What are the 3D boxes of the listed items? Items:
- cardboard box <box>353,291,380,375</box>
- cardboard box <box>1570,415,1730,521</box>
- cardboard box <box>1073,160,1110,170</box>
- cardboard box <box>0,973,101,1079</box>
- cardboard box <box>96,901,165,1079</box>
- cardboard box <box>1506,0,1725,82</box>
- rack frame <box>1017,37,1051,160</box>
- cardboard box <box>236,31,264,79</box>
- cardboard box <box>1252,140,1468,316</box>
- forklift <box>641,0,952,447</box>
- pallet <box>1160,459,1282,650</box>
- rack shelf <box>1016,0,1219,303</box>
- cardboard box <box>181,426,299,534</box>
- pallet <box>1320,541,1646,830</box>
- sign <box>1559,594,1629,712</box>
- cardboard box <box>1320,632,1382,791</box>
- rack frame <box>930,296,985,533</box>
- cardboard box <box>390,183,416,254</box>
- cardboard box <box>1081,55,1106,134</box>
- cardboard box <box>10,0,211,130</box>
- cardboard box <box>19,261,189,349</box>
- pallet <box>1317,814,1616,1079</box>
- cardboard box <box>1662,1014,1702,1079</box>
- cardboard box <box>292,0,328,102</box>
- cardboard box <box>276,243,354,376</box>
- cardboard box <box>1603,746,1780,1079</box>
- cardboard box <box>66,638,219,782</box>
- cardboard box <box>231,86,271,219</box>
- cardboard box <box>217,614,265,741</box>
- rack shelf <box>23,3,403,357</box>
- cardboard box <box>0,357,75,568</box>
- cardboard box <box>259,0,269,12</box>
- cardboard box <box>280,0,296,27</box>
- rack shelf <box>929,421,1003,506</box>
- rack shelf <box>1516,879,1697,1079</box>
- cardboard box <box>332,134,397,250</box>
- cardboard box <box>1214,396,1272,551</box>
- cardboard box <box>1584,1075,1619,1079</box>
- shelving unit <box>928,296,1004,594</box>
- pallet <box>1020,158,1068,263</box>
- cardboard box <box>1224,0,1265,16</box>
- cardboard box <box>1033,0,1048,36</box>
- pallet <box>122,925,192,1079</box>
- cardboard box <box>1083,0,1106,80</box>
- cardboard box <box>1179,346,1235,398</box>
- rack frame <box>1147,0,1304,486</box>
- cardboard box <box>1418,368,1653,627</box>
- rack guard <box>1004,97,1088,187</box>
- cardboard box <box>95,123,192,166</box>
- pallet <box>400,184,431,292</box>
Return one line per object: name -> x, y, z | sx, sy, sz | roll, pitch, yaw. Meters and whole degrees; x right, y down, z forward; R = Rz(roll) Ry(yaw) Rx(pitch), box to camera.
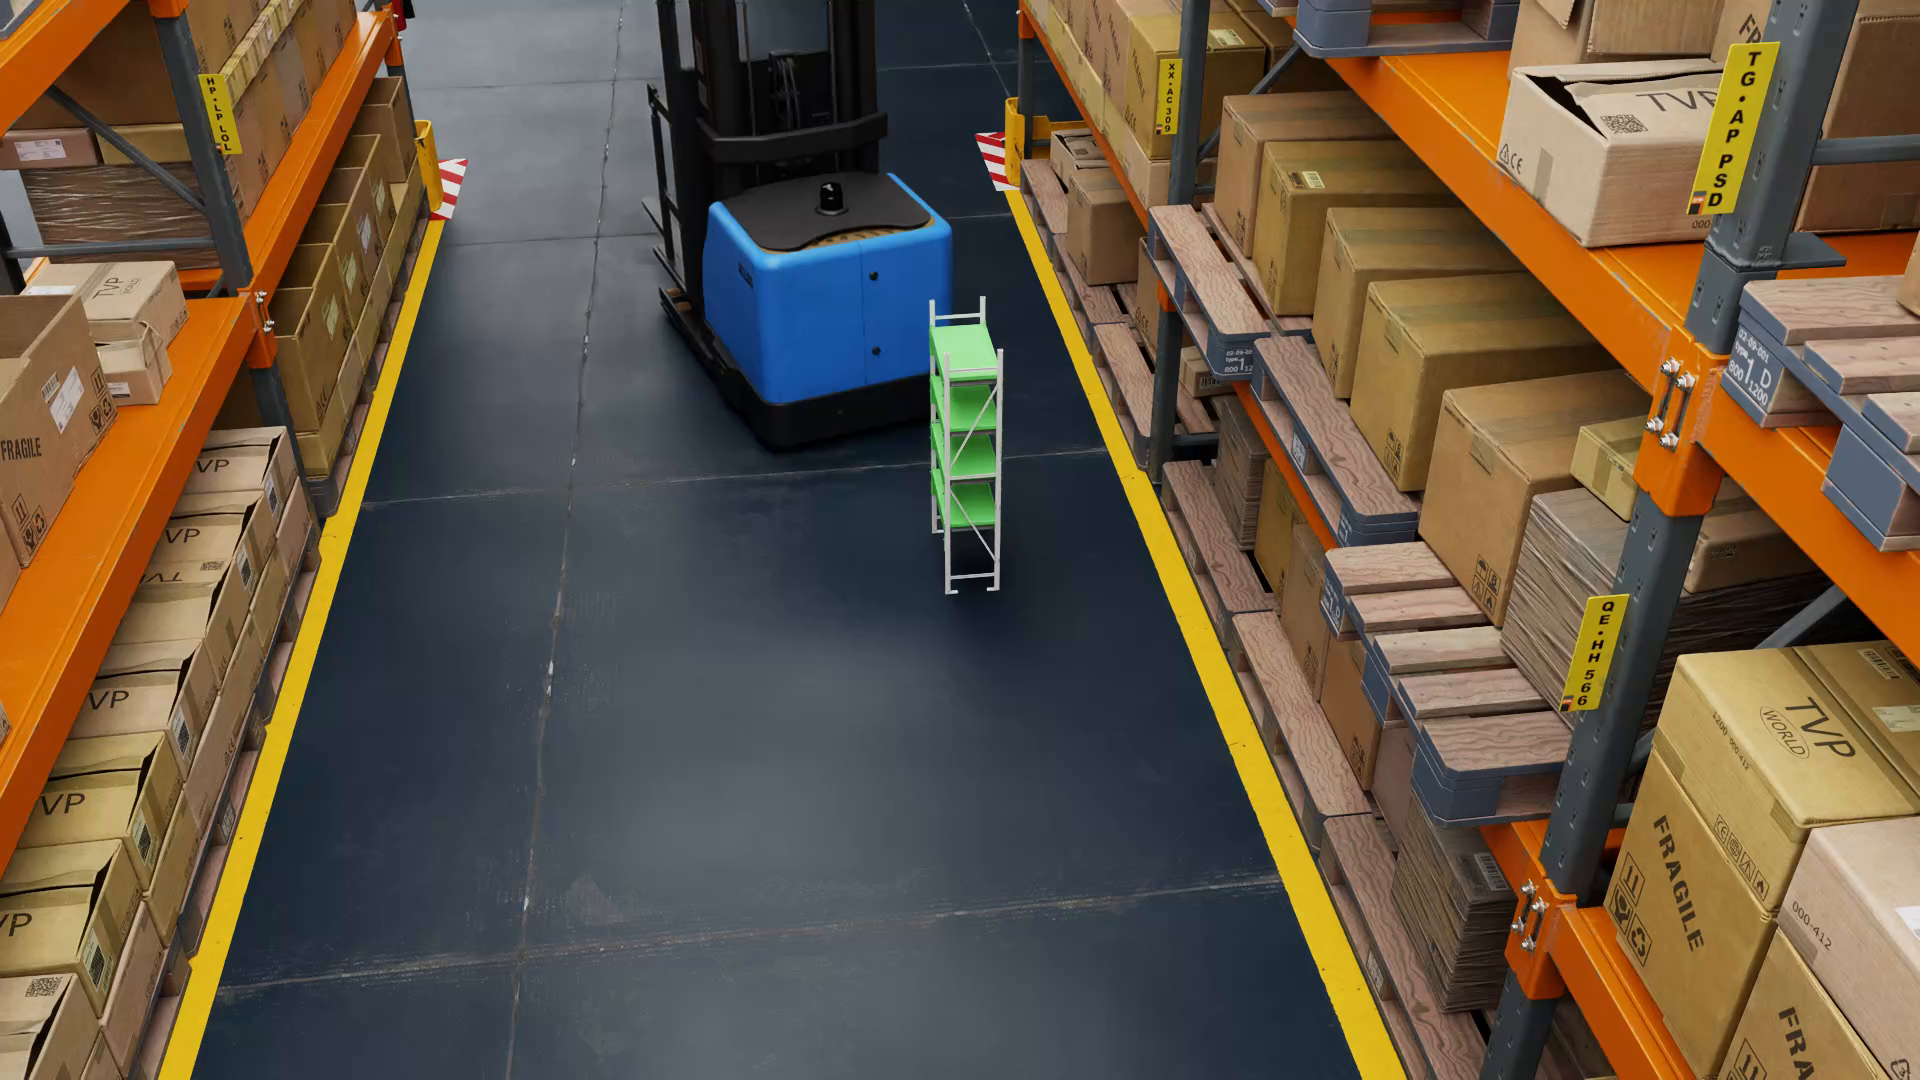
cardboard box -> -3.364, -1.075, 8.733 | 0.500, 0.250, 0.500 | -4, 35, -6
cardboard box -> 1.834, -0.203, 4.328 | 0.380, 0.149, 0.250 | -10, 36, -14
cardboard box -> 0.973, -2.167, 10.263 | 0.500, 0.311, 0.500 | -2, 34, -2
cardboard box -> -2.720, 1.451, 4.528 | 0.500, 0.311, 0.500 | -3, 34, -5
cardboard box -> -2.788, 1.402, 5.097 | 0.500, 0.250, 0.500 | -5, 35, -8
cardboard box -> 1.885, -1.364, 4.314 | 0.797, 0.503, 0.637 | 0, 34, 0
rack frame -> 0.892, -3.807, 10.673 | 1.000, 3.000, 0.127 | -4, 35, -6
cardboard box -> -3.461, -2.242, 7.711 | 0.380, 0.149, 0.250 | -5, 35, -8
cardboard box -> 1.533, -1.199, 6.366 | 0.700, 0.500, 0.500 | -1, 34, -1
forklift -> -1.088, -2.497, 8.811 | 1.130, 2.935, 3.031 | -14, 37, -20
pallet -> 1.536, 0.012, 7.545 | 1.003, 0.211, 1.213 | -4, 35, -6
rack shelf -> 1.161, -2.394, 9.238 | 1.077, 0.370, 4.000 | -4, 35, -6
cardboard box -> -3.140, -0.262, 7.042 | 0.500, 0.311, 0.500 | -4, 35, -6
pallet -> 1.767, 0.347, 4.748 | 1.213, 0.211, 1.003 | -4, 35, -6
sign -> 1.431, 0.258, 3.750 | 0.100, 0.325, 0.005 | -4, 35, -6
cardboard box -> 1.771, 0.539, 6.124 | 0.700, 0.500, 0.500 | -5, 35, -7
rack frame -> -0.011, -0.540, 7.476 | 0.240, 1.200, 0.015 | -4, 35, -6
cardboard box -> -3.572, -1.912, 9.961 | 0.500, 0.250, 0.500 | -4, 35, -6
cardboard box -> 0.924, -2.321, 8.607 | 0.500, 0.250, 0.500 | -5, 35, -7
cardboard box -> -3.544, -2.022, 6.813 | 0.700, 0.500, 0.500 | -4, 34, -6
cardboard box -> -3.369, -0.864, 6.488 | 0.500, 0.250, 0.500 | -2, 34, -3
pallet -> 1.864, 1.373, 5.547 | 1.003, 0.211, 1.213 | -4, 35, -6
cardboard box -> 1.808, 1.095, 3.684 | 0.380, 0.149, 0.250 | -4, 34, -6
cardboard box -> -3.830, -2.639, 8.871 | 0.700, 0.500, 0.500 | -4, 34, -6
cardboard box -> -3.305, -1.106, 8.112 | 0.500, 0.500, 0.500 | -4, 35, -6
cardboard box -> 1.780, 0.775, 3.578 | 0.500, 0.500, 0.500 | -3, 34, -5
cardboard box -> -2.935, 0.587, 5.796 | 0.500, 0.311, 0.500 | -5, 35, -7
cardboard box -> -3.621, -1.780, 7.609 | 0.700, 0.500, 0.500 | -5, 35, -7
cardboard box -> -3.000, 0.542, 6.359 | 0.500, 0.250, 0.500 | -4, 34, -5
rack shelf -> -3.747, -2.016, 8.684 | 1.077, 0.370, 4.000 | -4, 35, -6
cardboard box -> -3.253, -0.236, 5.343 | 0.500, 0.500, 0.500 | -4, 35, -6
cardboard box -> -3.747, -2.862, 8.046 | 0.700, 0.500, 0.500 | -4, 35, -6
cardboard box -> -3.565, -2.675, 8.347 | 0.380, 0.149, 0.250 | -5, 35, -7
rack shelf -> 0.022, -0.351, 7.313 | 0.258, 0.148, 0.480 | -4, 35, -6
rack shelf -> 2.237, 2.071, 2.687 | 1.077, 0.370, 4.000 | -4, 35, -6
cardboard box -> -3.500, -1.943, 9.341 | 0.500, 0.500, 0.500 | -4, 35, -6
cardboard box -> 1.545, -0.314, 7.377 | 0.700, 0.500, 0.500 | -3, 34, -5
cardboard box -> 1.937, 1.792, 3.992 | 0.750, 0.750, 0.750 | -5, 35, -7
shelving unit -> 0.022, -0.403, 7.277 | 0.258, 1.200, 0.503 | -4, 35, -6
pallet -> 0.976, -2.156, 10.727 | 1.003, 0.211, 1.213 | -4, 35, -6
cardboard box -> 1.508, -2.398, 8.055 | 0.500, 0.500, 0.500 | -5, 35, -7
cardboard box -> 0.727, -3.168, 9.851 | 0.500, 0.250, 0.500 | -5, 35, -8
pallet -> -3.012, 1.724, 5.032 | 1.003, 0.211, 1.213 | -4, 35, -6
cardboard box -> 0.930, -2.631, 8.397 | 0.500, 0.500, 0.500 | -5, 35, -8
cardboard box -> 1.328, -0.882, 8.506 | 0.380, 0.166, 0.250 | -9, 35, -13
rack frame -> 1.430, -1.575, 7.397 | 1.000, 3.000, 0.127 | -4, 35, -6
cardboard box -> 1.793, -0.137, 4.808 | 0.700, 0.500, 0.500 | -8, 35, -11
rack guard -> 0.902, -2.732, 11.314 | 1.175, 0.500, 0.348 | -4, 35, -6
cardboard box -> -3.322, -1.672, 6.874 | 0.380, 0.149, 0.250 | -4, 35, -6
pallet -> -3.872, -1.854, 10.283 | 1.003, 0.211, 1.213 | -4, 35, -6
